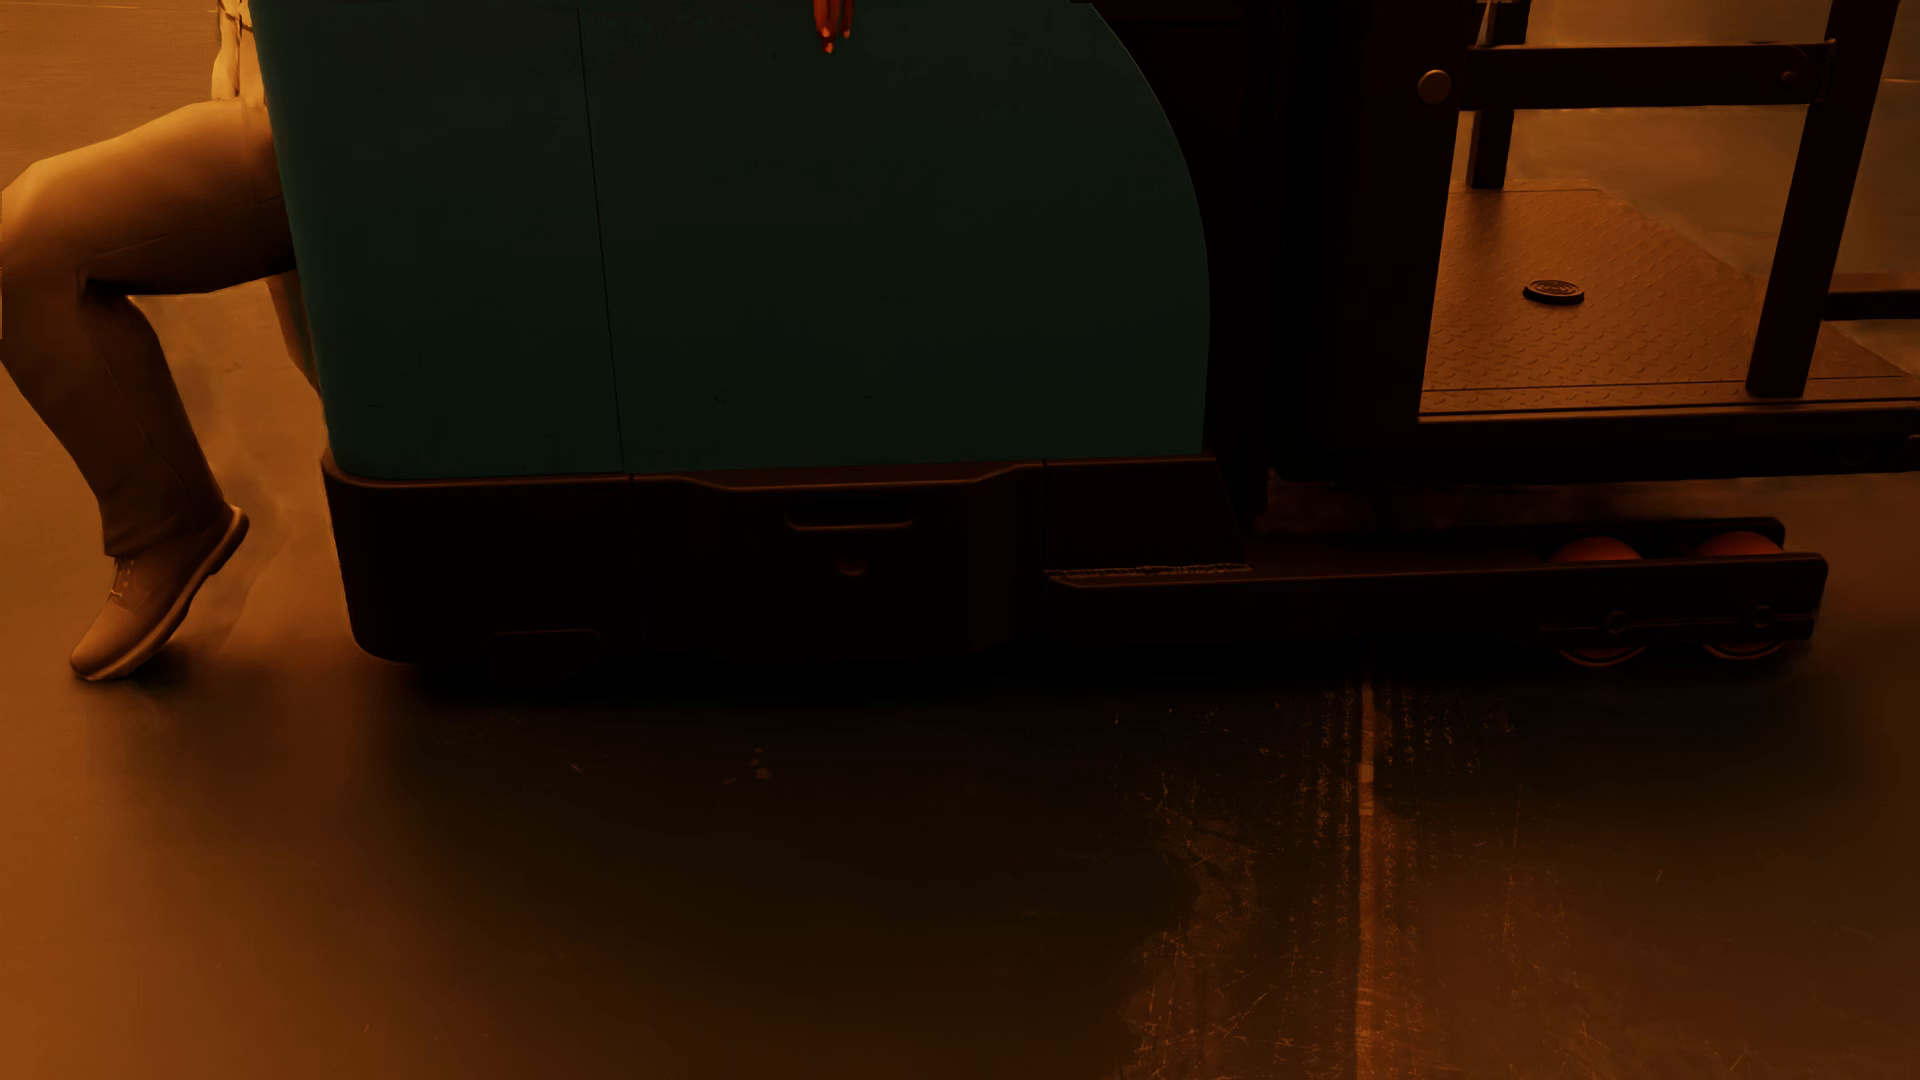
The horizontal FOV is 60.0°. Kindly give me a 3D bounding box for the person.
[{"bbox_3d":[-0.664,-0.460,1.905,0.882,1.398,0.965,-16,31,-29],"label":"person"}]

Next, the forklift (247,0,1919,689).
[{"bbox_3d":[0.703,-1.380,1.981,3.031,2.935,1.130,-2,27,-4],"label":"forklift"}]
